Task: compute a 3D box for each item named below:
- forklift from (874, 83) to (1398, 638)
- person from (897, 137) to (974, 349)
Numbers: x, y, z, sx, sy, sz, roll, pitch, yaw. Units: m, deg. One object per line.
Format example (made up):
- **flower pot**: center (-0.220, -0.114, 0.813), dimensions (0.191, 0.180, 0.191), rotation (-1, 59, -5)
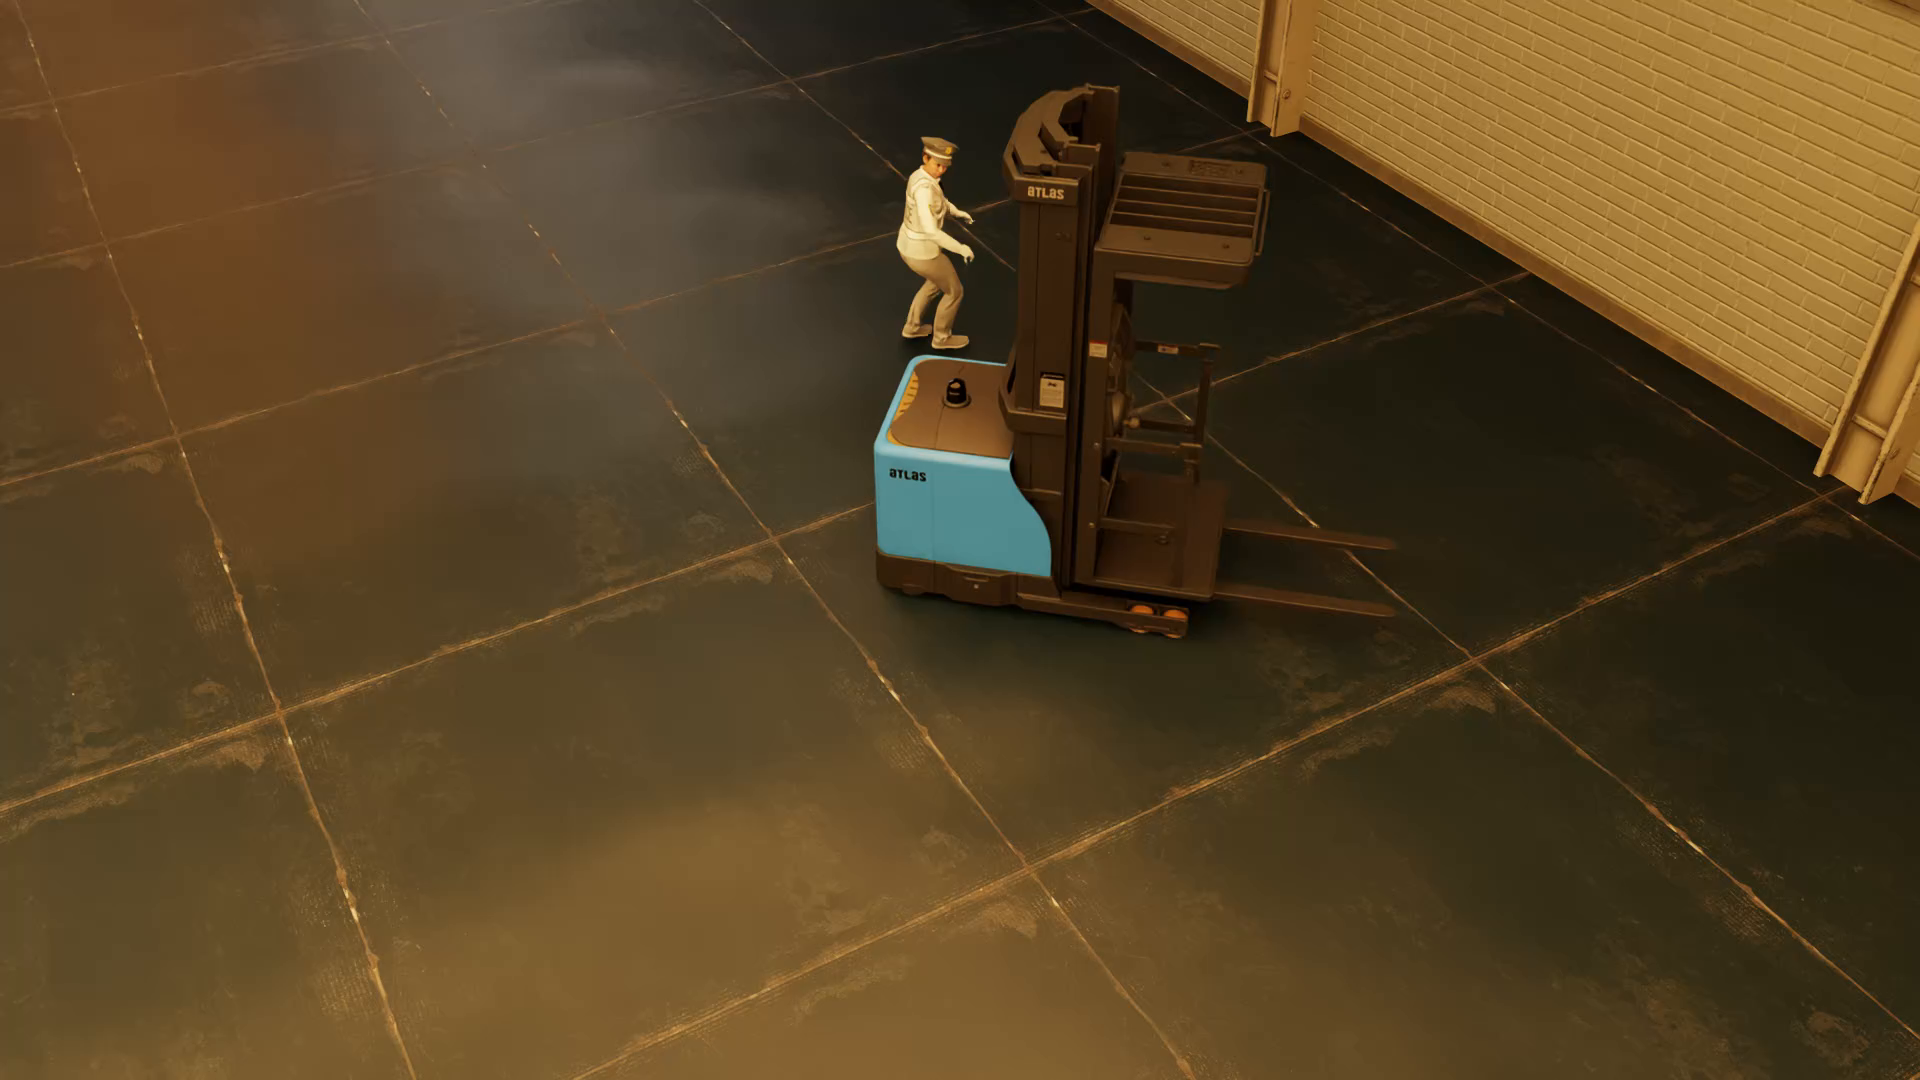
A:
- **forklift**: center (1.071, -0.933, 9.161), dimensions (3.031, 2.935, 1.130), rotation (8, 40, 9)
- **person**: center (-0.134, -2.042, 11.563), dimensions (0.624, 1.628, 0.729), rotation (-12, 41, -14)
